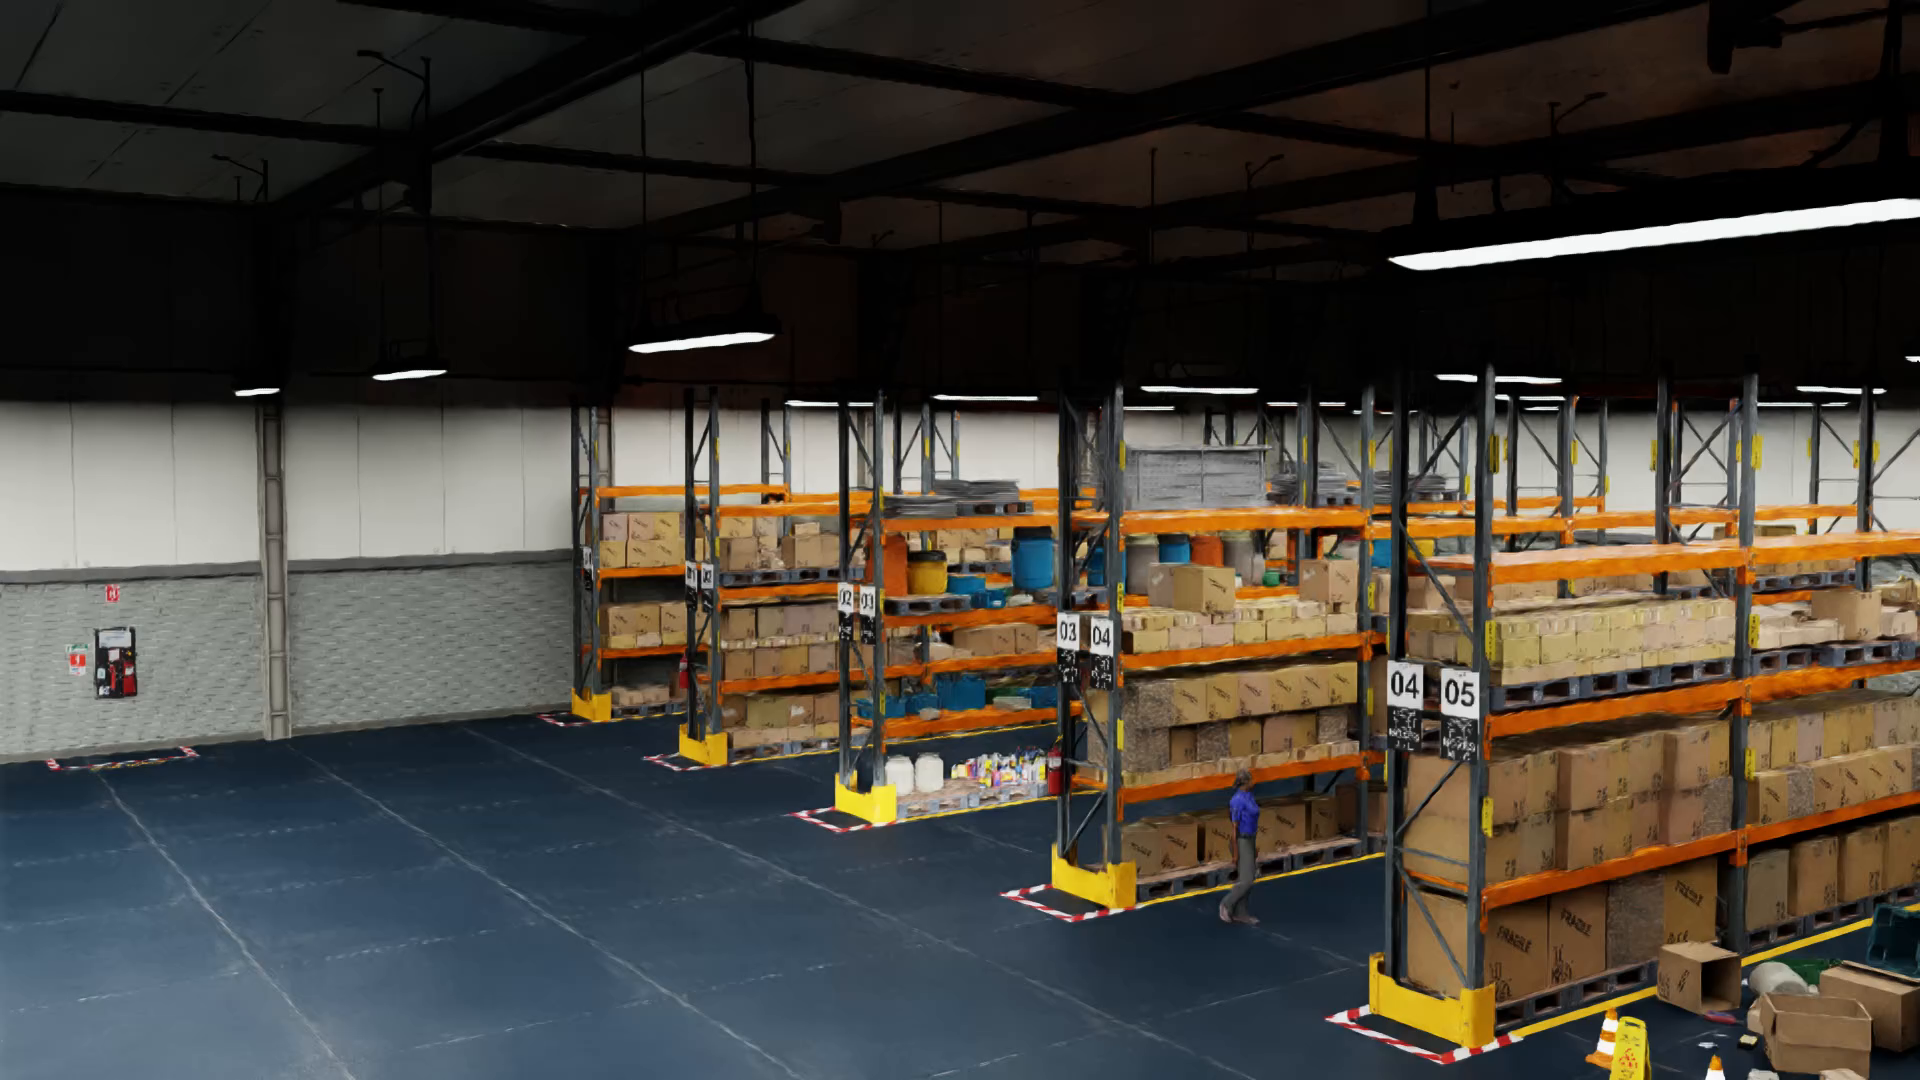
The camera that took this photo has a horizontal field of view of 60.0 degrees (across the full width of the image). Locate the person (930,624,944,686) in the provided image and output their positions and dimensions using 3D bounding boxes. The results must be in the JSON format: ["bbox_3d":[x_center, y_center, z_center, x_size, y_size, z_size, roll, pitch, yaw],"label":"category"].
[{"bbox_3d":[-0.559,2.364,33.581,0.955,1.533,0.412,-3,5,-43],"label":"person"}]

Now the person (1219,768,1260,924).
[{"bbox_3d":[2.995,3.269,17.739,0.422,1.656,0.501,2,4,27],"label":"person"}]
